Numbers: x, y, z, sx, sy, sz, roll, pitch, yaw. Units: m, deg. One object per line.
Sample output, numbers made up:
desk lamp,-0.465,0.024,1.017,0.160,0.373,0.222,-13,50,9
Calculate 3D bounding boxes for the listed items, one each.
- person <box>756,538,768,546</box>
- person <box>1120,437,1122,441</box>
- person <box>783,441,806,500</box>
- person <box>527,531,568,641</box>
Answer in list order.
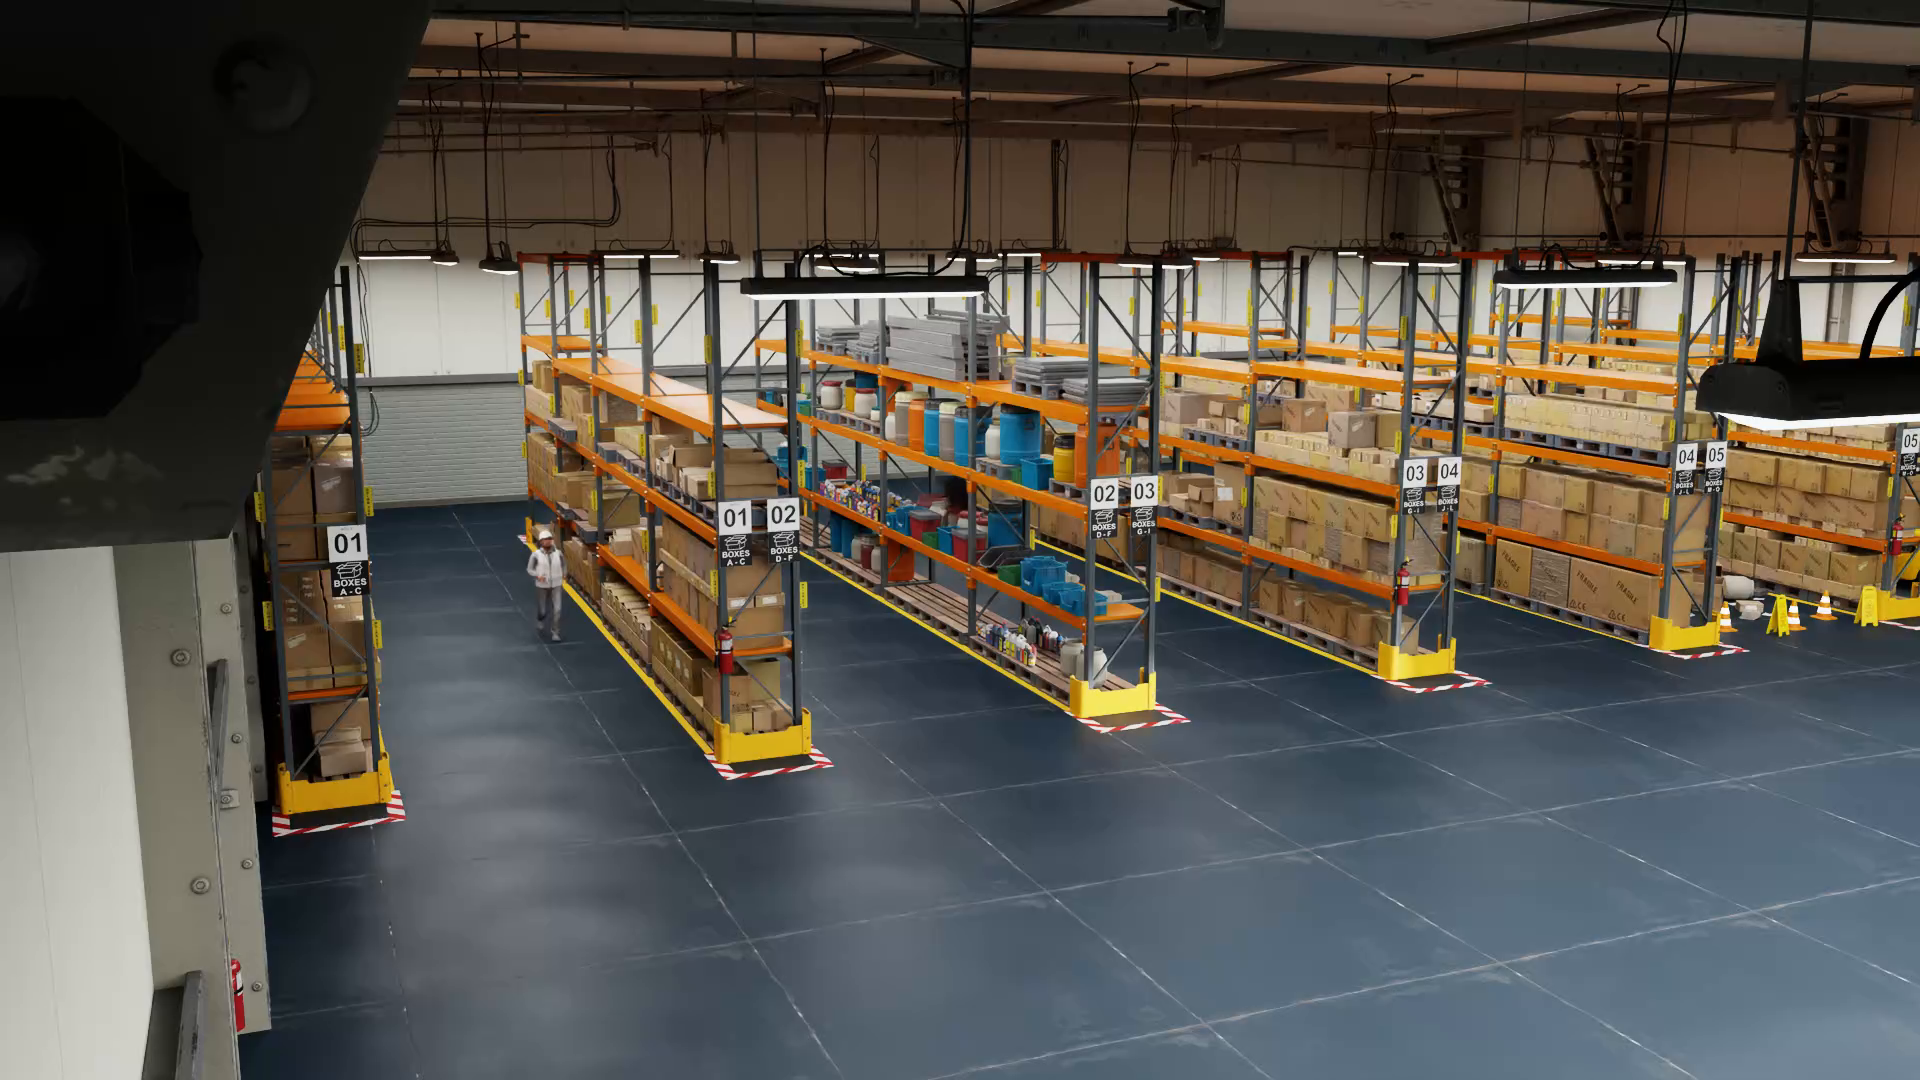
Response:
person,-3.435,-0.064,29.314,0.682,1.708,0.573,-5,12,-27
person,3.730,-1.714,40.201,0.658,1.590,0.667,3,11,18
person,-3.799,-1.387,37.918,0.644,1.772,0.753,-2,10,-9
person,-6.511,0.710,26.354,0.669,1.733,0.760,-5,11,-25
